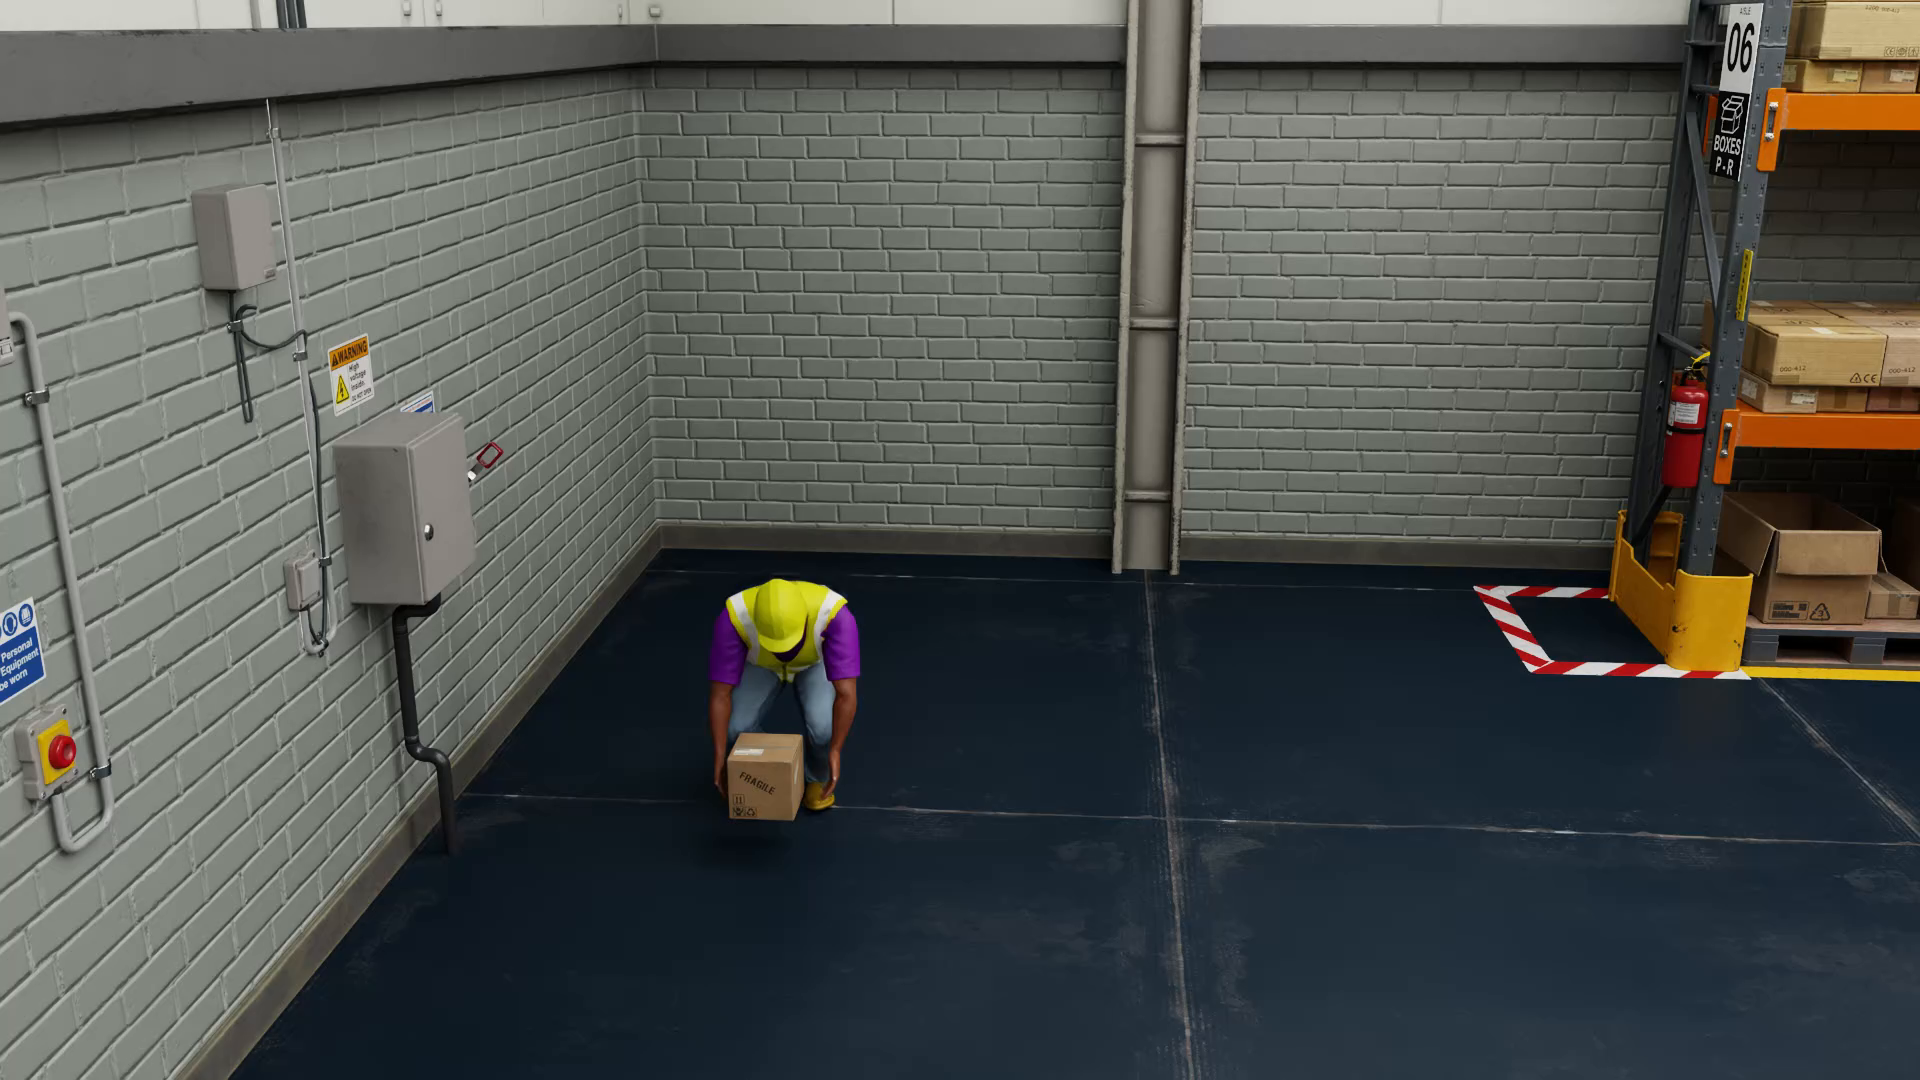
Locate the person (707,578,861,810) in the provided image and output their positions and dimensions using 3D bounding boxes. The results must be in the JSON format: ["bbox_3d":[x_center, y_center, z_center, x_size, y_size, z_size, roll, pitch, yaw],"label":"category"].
[{"bbox_3d":[-0.681,0.586,6.741,0.603,1.111,0.860,1,17,4],"label":"person"}]
